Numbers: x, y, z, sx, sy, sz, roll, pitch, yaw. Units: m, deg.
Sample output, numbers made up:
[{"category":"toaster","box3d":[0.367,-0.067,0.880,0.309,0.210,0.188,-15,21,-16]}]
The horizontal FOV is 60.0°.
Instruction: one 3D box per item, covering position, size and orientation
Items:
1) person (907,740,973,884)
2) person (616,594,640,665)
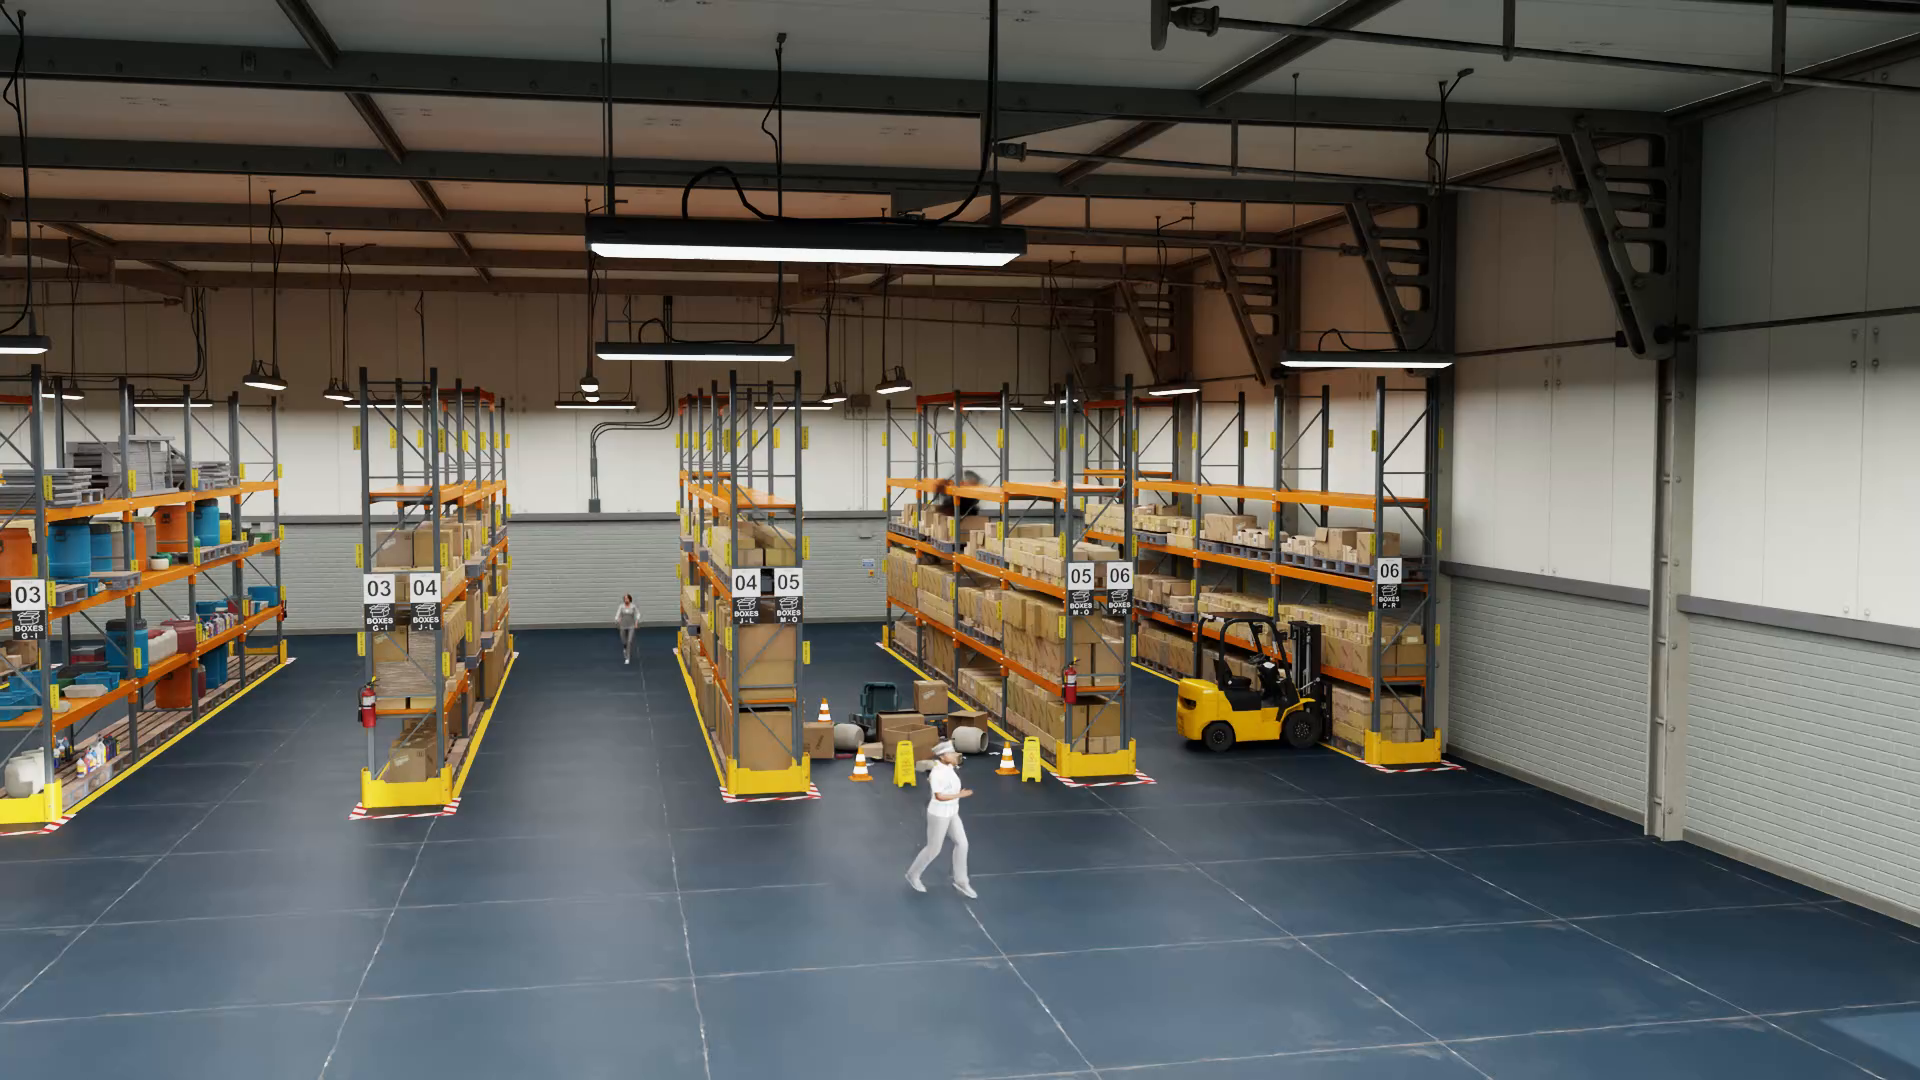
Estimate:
[{"category":"person","box3d":[-0.205,2.982,18.284,0.757,1.594,0.603,1,4,22]},{"category":"person","box3d":[-7.483,2.004,37.478,0.548,1.566,0.742,0,3,-7]}]
